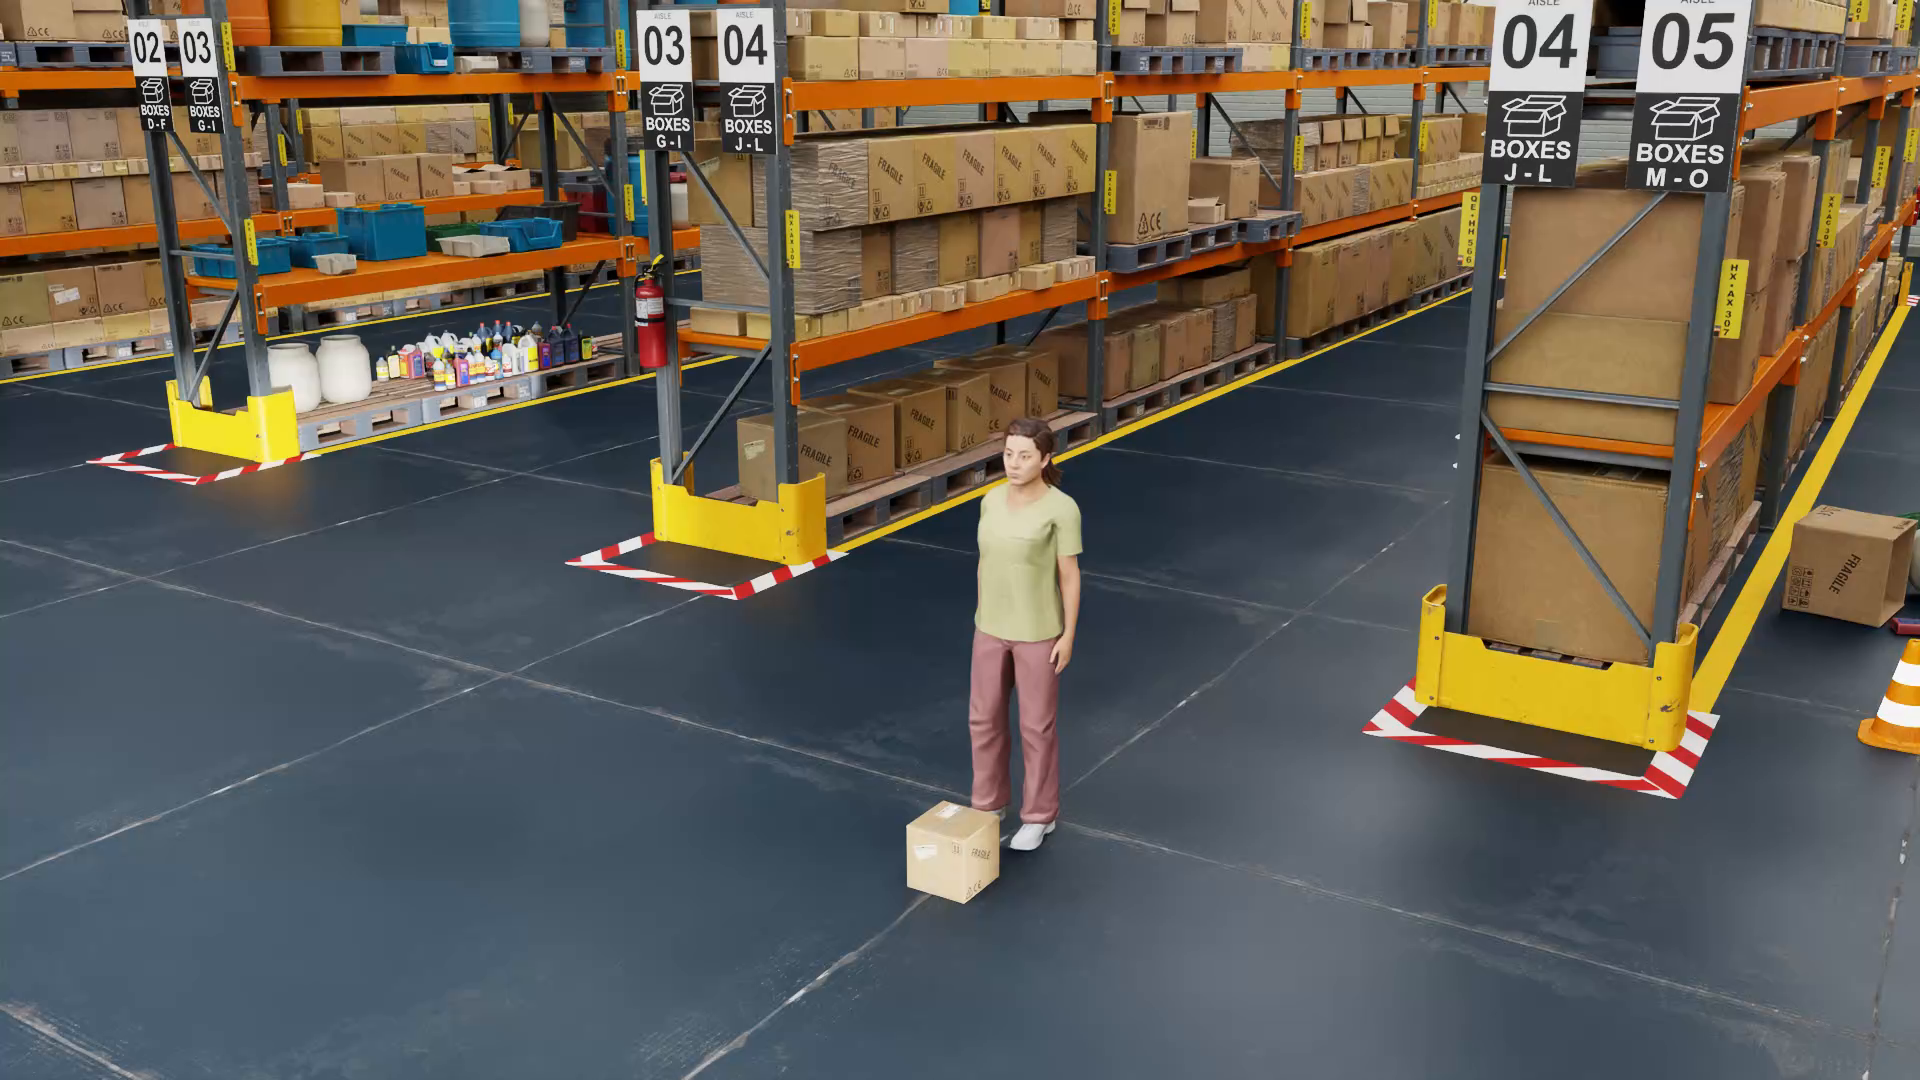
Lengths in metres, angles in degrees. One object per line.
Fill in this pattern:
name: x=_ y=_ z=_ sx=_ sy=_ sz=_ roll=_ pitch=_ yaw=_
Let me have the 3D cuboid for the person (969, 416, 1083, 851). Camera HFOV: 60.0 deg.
person: x=0.240 y=0.355 z=6.330 sx=0.444 sy=1.671 sz=0.369 roll=10 pitch=19 yaw=32
